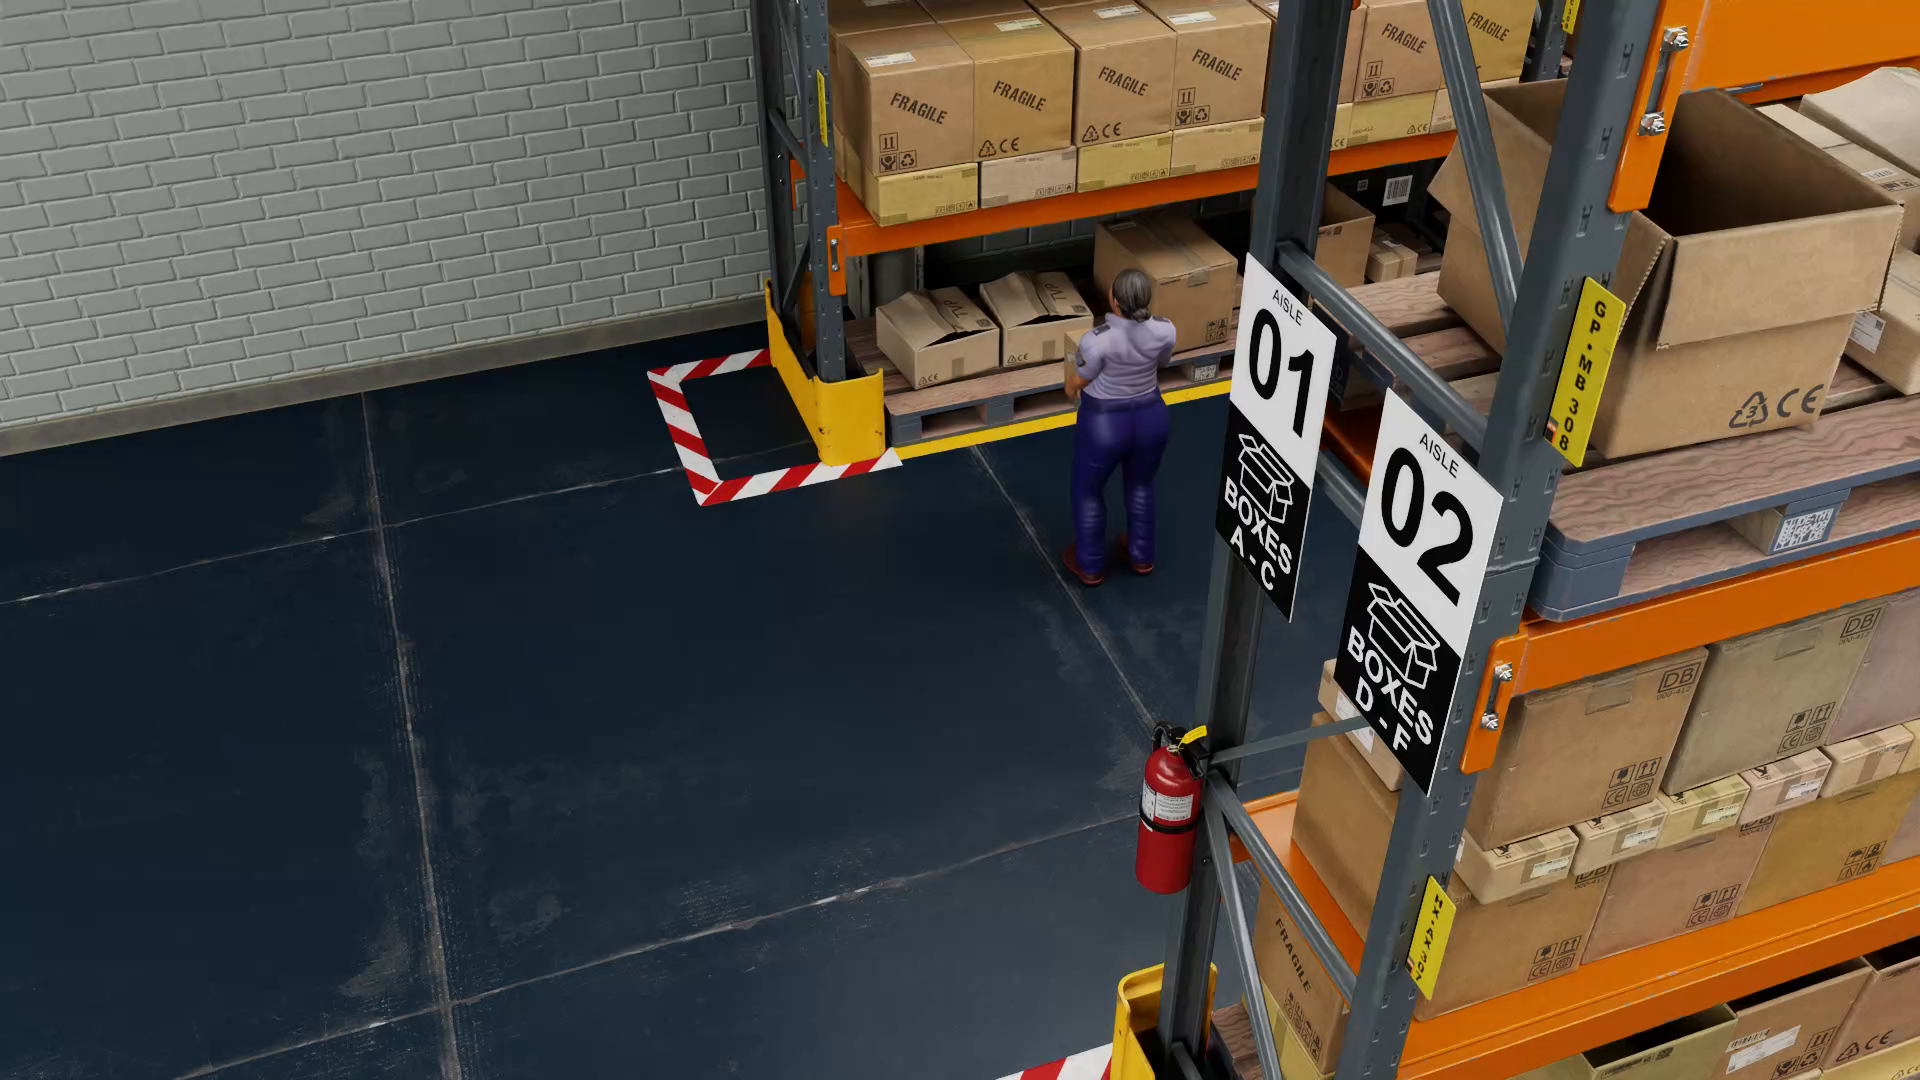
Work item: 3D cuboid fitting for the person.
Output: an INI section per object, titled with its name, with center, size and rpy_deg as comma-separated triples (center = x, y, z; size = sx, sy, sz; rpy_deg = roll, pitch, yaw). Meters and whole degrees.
[person]
center = 0.690, -0.556, 7.522
size = 0.453, 1.631, 0.517
rpy_deg = -12, 39, -15
